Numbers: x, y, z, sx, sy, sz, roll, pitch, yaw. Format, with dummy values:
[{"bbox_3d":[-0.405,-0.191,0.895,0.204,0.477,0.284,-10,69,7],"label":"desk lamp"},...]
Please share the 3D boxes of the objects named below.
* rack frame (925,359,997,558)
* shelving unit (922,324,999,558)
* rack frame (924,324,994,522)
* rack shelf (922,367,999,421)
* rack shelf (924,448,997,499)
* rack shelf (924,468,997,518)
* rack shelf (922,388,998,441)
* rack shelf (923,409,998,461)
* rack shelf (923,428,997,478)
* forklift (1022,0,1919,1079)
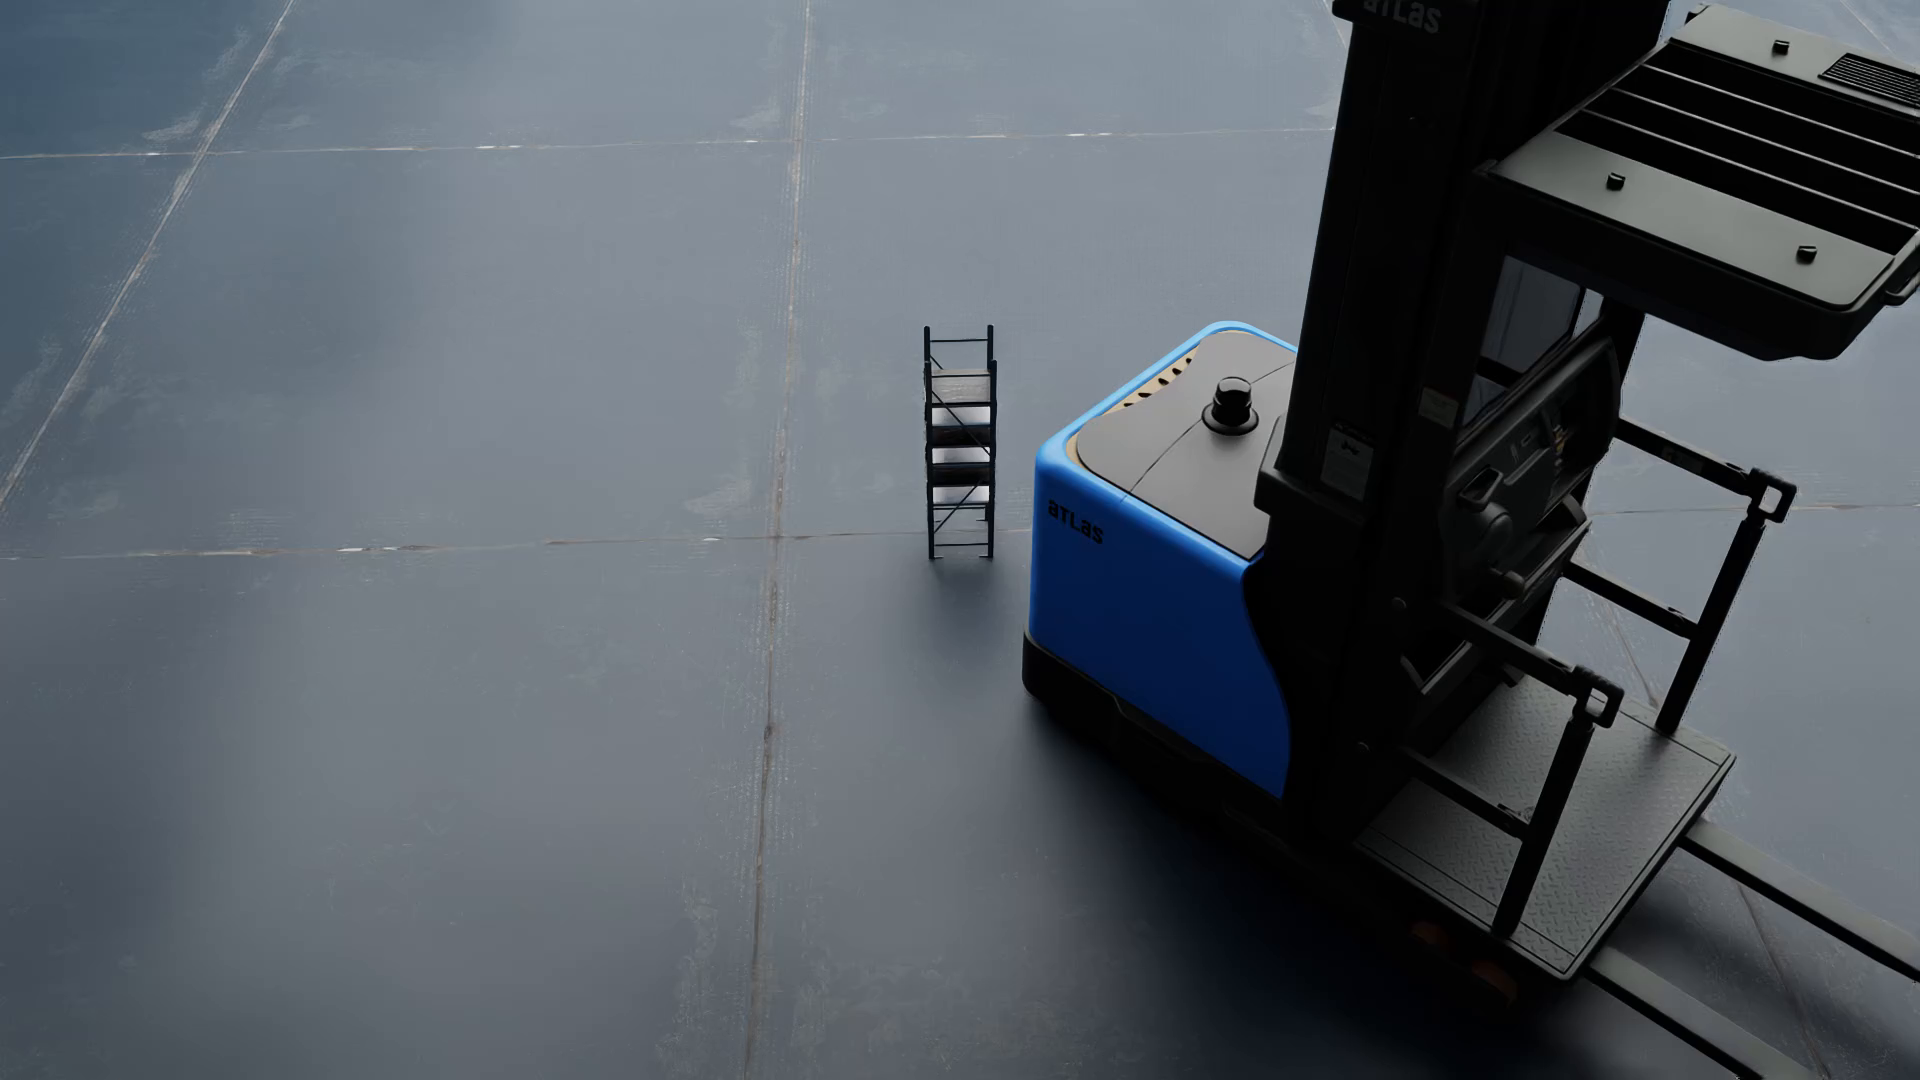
[{"bbox_3d":[0.004,-0.269,5.877,0.240,0.900,0.006,-2,43,-2],"label":"rack frame"},{"bbox_3d":[0.000,-0.337,5.952,0.258,0.900,0.210,-2,43,-2],"label":"shelving unit"},{"bbox_3d":[-0.005,-0.406,6.027,0.240,0.900,0.006,-2,43,-2],"label":"rack frame"},{"bbox_3d":[0.000,-0.512,5.792,0.258,0.077,0.200,-2,43,-2],"label":"rack shelf"},{"bbox_3d":[0.000,-0.246,6.035,0.258,0.077,0.200,-2,43,-2],"label":"rack shelf"},{"bbox_3d":[0.000,-0.180,6.096,0.258,0.077,0.200,-2,43,-2],"label":"rack shelf"},{"bbox_3d":[0.000,-0.445,5.853,0.258,0.077,0.200,-2,43,-2],"label":"rack shelf"},{"bbox_3d":[0.000,-0.379,5.914,0.258,0.077,0.200,-2,43,-2],"label":"rack shelf"},{"bbox_3d":[0.000,-0.313,5.974,0.258,0.077,0.200,-2,43,-2],"label":"rack shelf"},{"bbox_3d":[1.634,-0.121,4.213,3.031,2.935,1.130,32,51,30],"label":"forklift"}]
